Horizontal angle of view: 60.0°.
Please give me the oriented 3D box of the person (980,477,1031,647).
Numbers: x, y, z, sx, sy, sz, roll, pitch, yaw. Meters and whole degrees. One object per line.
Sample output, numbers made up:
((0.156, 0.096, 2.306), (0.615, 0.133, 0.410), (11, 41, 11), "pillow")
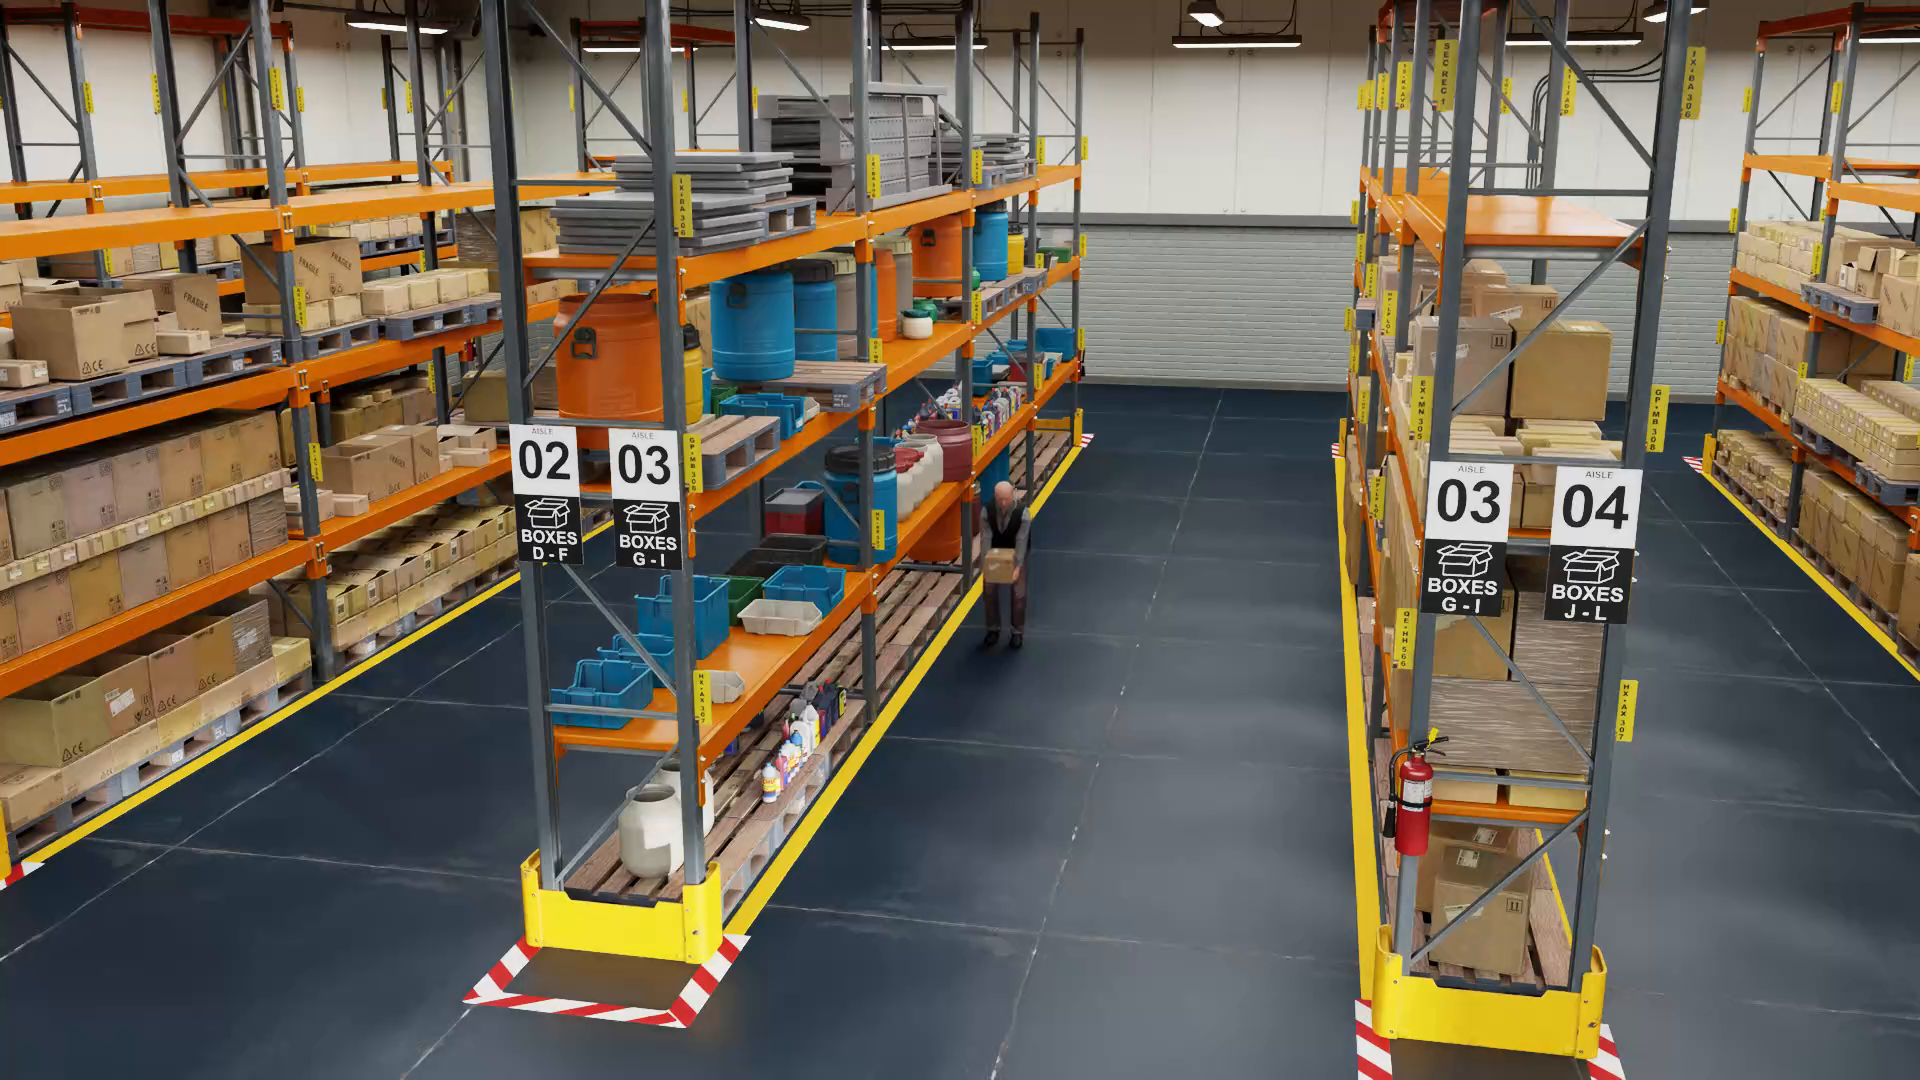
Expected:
((0.435, 0.184, 15.509), (0.476, 1.648, 0.613), (3, 15, 10), "person")
